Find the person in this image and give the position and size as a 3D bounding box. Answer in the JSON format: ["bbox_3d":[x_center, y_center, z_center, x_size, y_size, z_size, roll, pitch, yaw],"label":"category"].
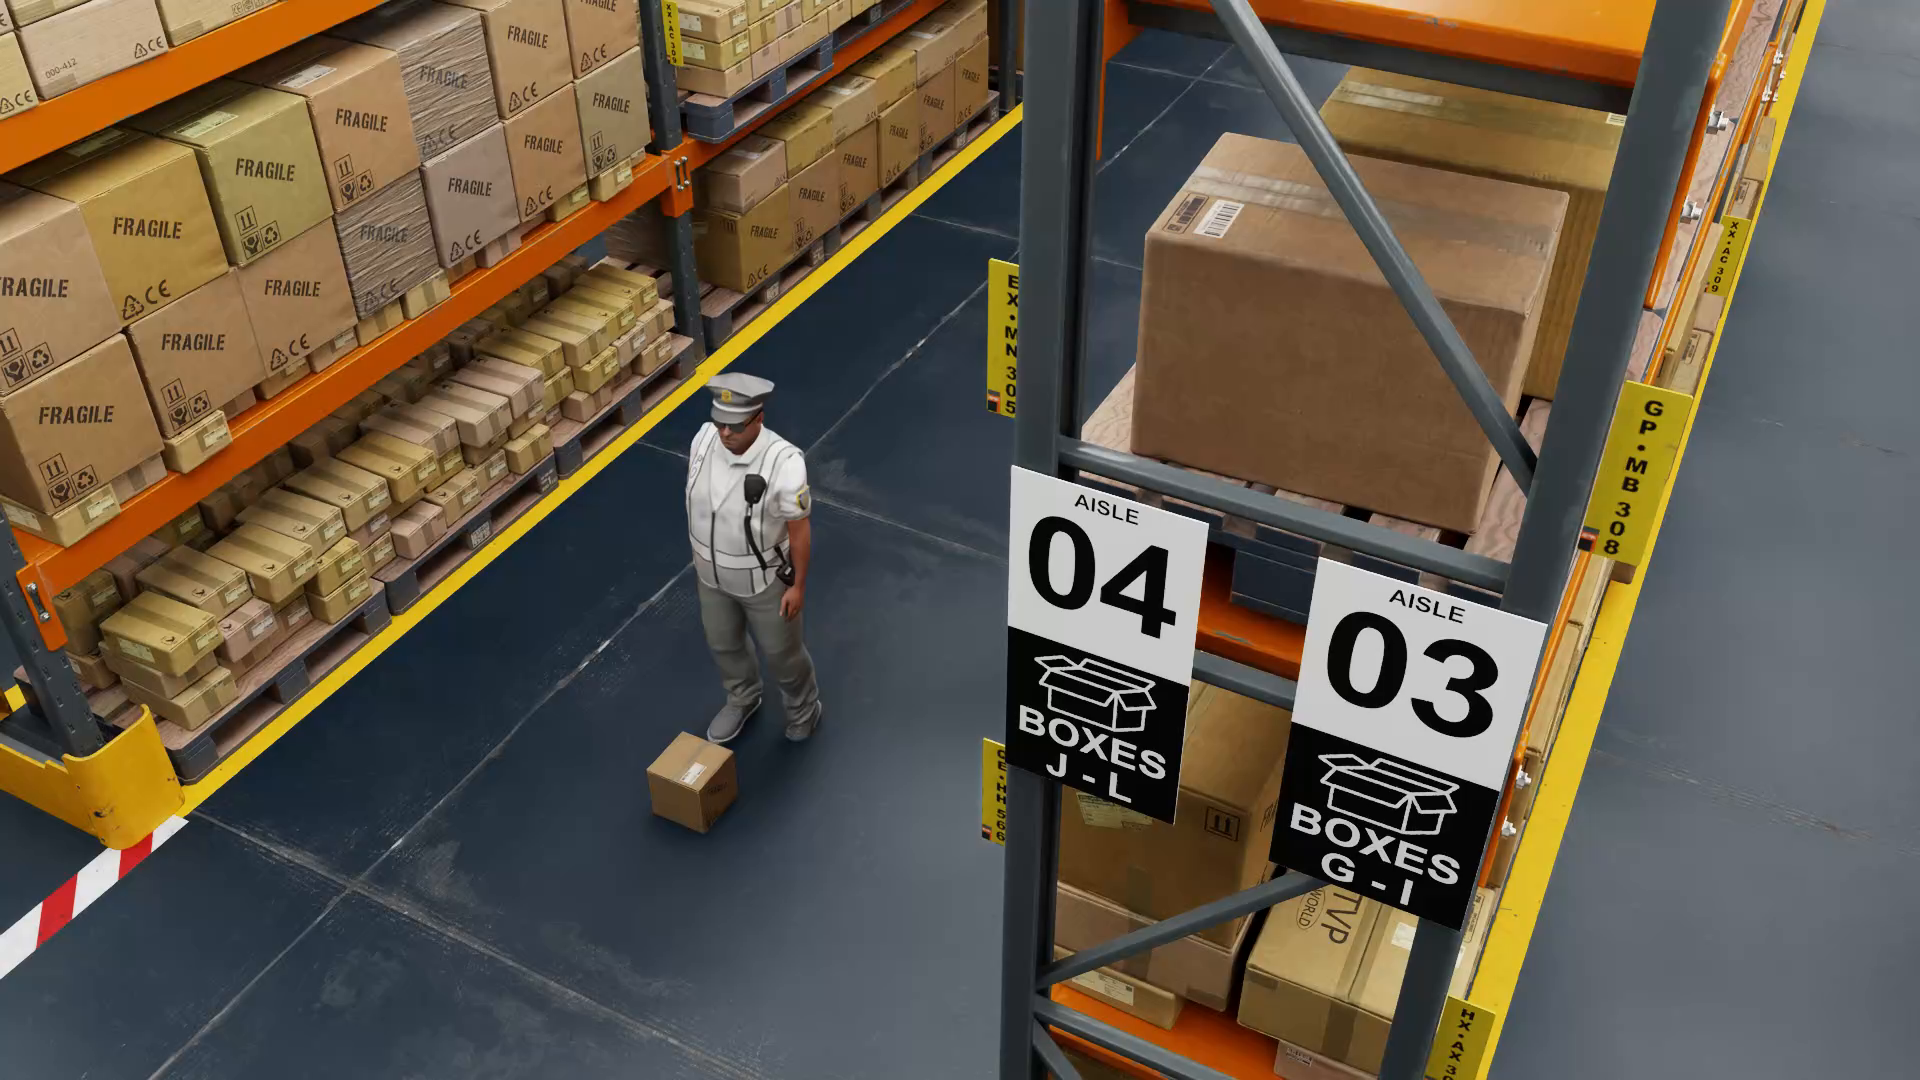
[{"bbox_3d":[-0.834,0.144,6.619,0.530,1.846,0.401,18,41,22],"label":"person"}]
